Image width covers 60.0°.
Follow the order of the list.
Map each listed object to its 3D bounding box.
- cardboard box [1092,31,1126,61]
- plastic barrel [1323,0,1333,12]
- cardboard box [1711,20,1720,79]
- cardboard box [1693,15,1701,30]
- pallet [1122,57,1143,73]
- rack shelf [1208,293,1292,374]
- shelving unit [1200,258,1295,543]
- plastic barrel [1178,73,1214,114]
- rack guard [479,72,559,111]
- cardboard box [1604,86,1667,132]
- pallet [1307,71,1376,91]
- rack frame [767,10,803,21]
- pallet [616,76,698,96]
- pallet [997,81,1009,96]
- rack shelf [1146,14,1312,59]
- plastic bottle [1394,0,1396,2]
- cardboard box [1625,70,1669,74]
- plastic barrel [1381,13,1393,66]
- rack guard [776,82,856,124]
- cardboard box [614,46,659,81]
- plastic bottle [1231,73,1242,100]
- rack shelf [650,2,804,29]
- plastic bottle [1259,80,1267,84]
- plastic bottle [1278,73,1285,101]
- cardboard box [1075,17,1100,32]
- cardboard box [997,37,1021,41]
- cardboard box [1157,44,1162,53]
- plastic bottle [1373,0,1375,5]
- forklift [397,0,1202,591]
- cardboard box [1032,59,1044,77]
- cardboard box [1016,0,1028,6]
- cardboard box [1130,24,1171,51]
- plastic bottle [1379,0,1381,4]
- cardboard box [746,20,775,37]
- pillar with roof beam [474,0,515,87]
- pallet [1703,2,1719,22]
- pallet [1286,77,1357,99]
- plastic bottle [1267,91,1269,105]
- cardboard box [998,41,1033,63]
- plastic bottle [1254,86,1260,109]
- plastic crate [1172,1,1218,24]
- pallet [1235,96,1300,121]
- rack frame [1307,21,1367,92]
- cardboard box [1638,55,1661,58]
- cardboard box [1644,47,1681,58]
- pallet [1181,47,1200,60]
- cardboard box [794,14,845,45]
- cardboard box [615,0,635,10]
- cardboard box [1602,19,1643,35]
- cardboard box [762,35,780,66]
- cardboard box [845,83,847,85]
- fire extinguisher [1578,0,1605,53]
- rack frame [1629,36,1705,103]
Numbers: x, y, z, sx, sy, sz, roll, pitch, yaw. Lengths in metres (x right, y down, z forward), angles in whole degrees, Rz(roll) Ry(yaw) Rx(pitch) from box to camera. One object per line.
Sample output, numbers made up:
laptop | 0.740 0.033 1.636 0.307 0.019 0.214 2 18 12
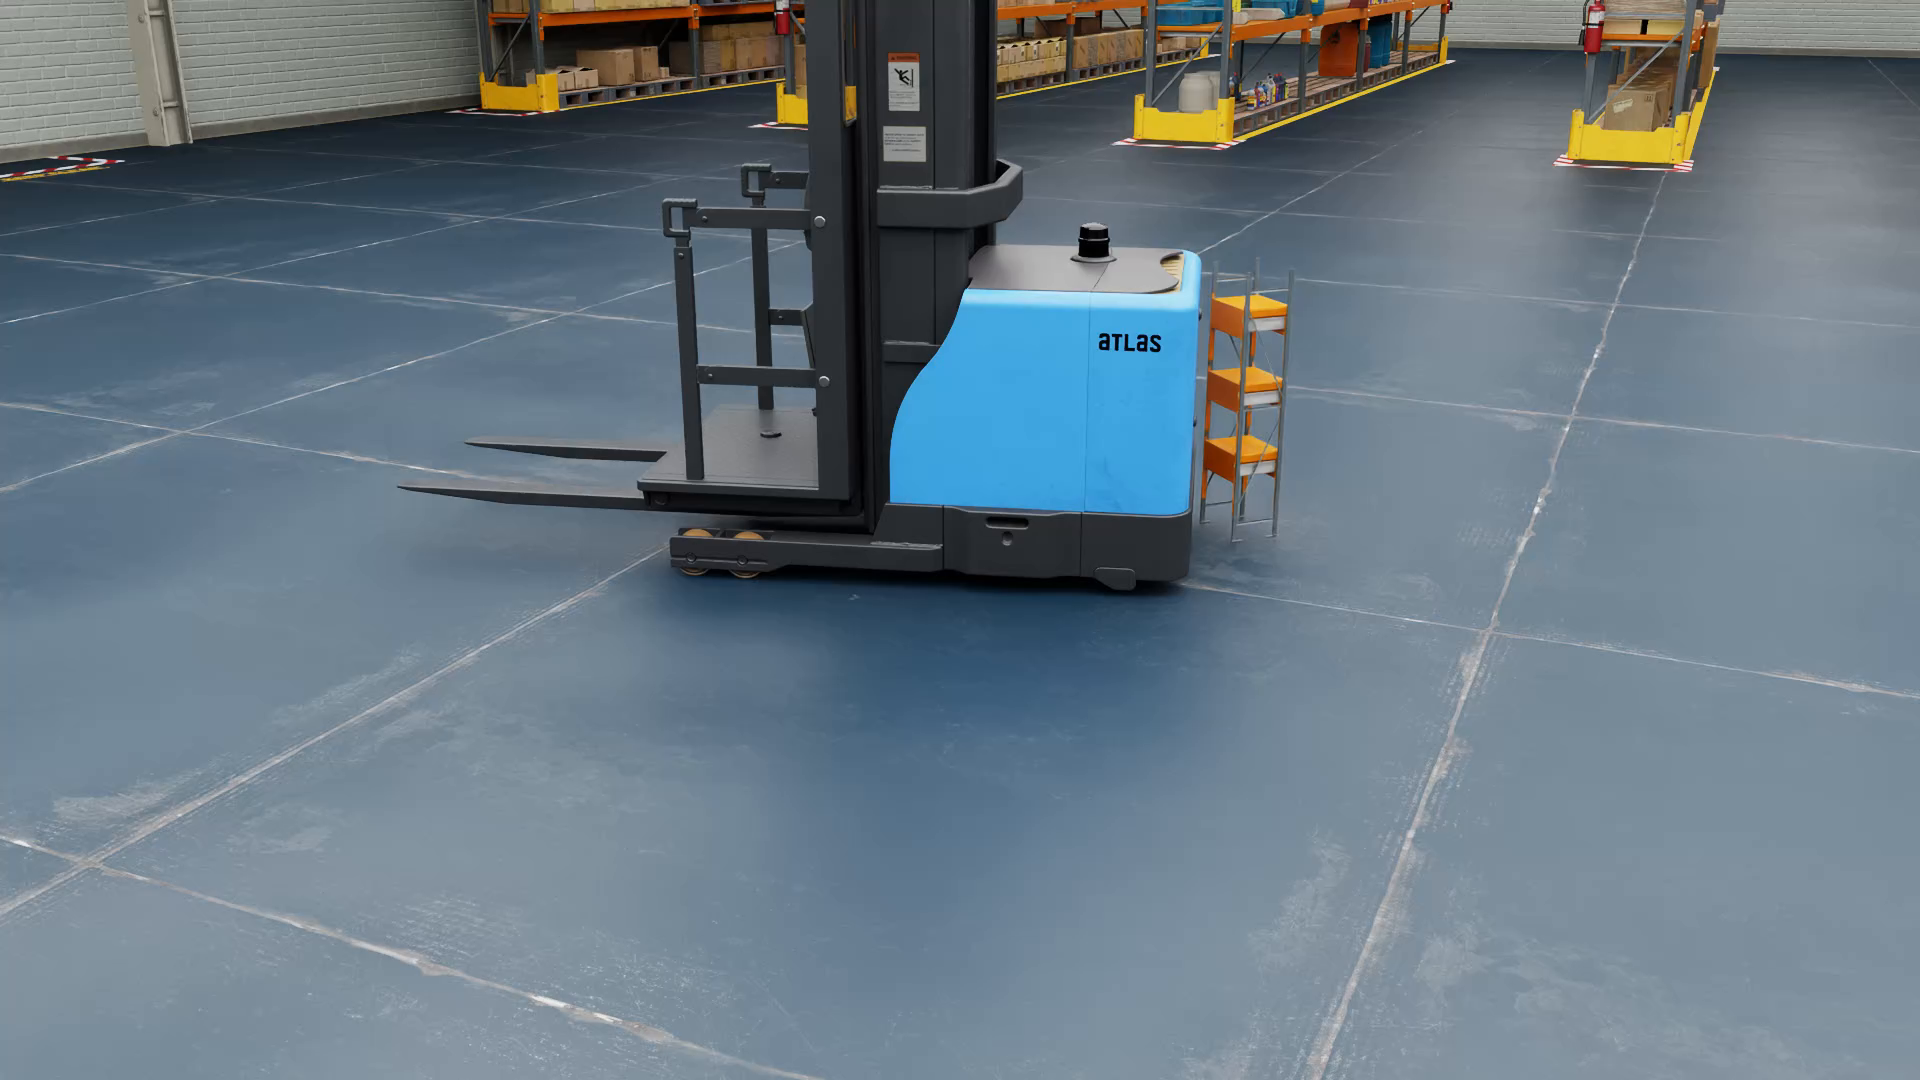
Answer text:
cardboard box | 2.740 -9.104 30.666 0.500 0.500 0.500 9 21 23
plastic barrel | 5.230 -7.992 24.262 0.433 0.535 0.433 0 20 0
cardboard box | 11.523 -7.933 26.842 1.225 0.875 0.875 8 21 21
cardboard box | 8.255 -5.920 19.015 0.380 0.149 0.250 9 21 23
pallet | 2.797 -9.000 31.461 1.003 0.211 1.213 9 21 23
rack shelf | 1.100 -0.793 6.316 0.215 0.259 0.240 -8 21 -20
shelving unit | 1.100 -0.535 6.408 0.215 1.050 0.252 -8 21 -20
plastic barrel | 2.899 -5.456 20.420 0.421 0.512 0.421 0 20 0
rack guard | -6.308 -6.424 23.785 1.175 0.500 0.348 9 21 23
cardboard box | 7.489 -4.748 18.446 0.500 0.500 0.500 13 23 33
pallet | 6.260 -7.597 27.516 1.003 0.211 1.213 9 21 23
rack frame | -3.063 -10.024 30.177 1.000 3.000 0.127 9 21 23
pallet | -4.944 -7.277 26.615 1.003 0.211 1.213 9 21 23
pallet | 0.086 -7.039 25.947 1.003 0.211 1.213 9 21 23
rack shelf | 3.519 -6.491 21.318 1.077 0.370 4.000 9 21 23
plastic bottle | 7.460 -9.481 28.726 0.144 0.351 0.185 9 21 23
cardboard box | 8.656 -5.665 21.026 0.500 0.500 0.500 8 21 21
plastic barrel | 7.375 -8.932 29.614 0.600 0.901 0.708 9 21 23
rack guard | -1.828 -5.714 21.791 1.175 0.500 0.348 9 21 23
cardboard box | -5.089 -7.508 26.177 0.500 0.500 0.500 7 21 19
plastic bottle | 3.760 -6.191 22.698 0.144 0.351 0.185 9 21 23
rack shelf | -3.882 -9.073 28.579 1.077 0.370 4.000 9 21 23
plastic bottle | 4.113 -6.083 22.505 0.152 0.276 0.135 9 21 23
plastic bottle | 4.337 -6.164 22.622 0.144 0.351 0.185 8 21 21
cardboard box | 2.266 -9.531 30.746 0.500 0.250 0.500 9 21 23
cardboard box | 0.768 -8.230 27.774 0.500 0.311 0.500 8 21 21
cardboard box | 3.810 -9.805 33.133 0.380 0.166 0.250 9 21 23
plastic bottle | 6.734 -8.873 27.117 0.061 0.283 0.133 9 21 23
forklift | -0.620 -1.413 6.066 3.031 2.935 1.130 3 20 8
cardboard box | 1.049 -7.742 27.238 0.500 0.250 0.500 9 22 24
cardboard box | 0.786 -8.877 26.804 0.500 0.500 0.500 7 21 20
cardboard box | 3.861 -10.174 33.669 0.797 0.503 0.637 9 21 23
plastic bottle | 6.962 -9.044 27.598 0.061 0.283 0.133 9 21 23
cardboard box | -3.601 -9.014 29.292 0.500 0.250 0.500 9 21 24
pillar with roof beam | -2.914 -10.147 21.570 9.100 9.000 0.400 9 21 23
pallet | 9.302 -6.885 21.639 1.003 0.211 1.213 9 21 23
pallet | 5.623 -7.119 26.171 1.003 0.211 1.213 9 21 23
plastic bottle | 4.032 -5.848 21.954 0.097 0.201 0.097 0 20 0
cardboard box | 0.845 -7.851 26.709 0.500 0.311 0.500 9 22 24
plastic bottle | 3.836 -5.724 21.486 0.061 0.283 0.133 9 21 24
plastic crate | 2.903 -6.540 20.605 0.499 0.251 0.408 9 21 23
pallet | 4.024 -5.928 22.823 1.003 0.211 1.213 9 21 23
rack frame | 5.976 -8.664 26.355 1.000 3.000 0.127 9 21 23
cardboard box | 10.023 -6.635 23.724 0.700 0.500 0.500 7 21 18
cardboard box | 10.039 -6.995 23.616 0.500 0.250 0.500 11 22 29
pallet | 4.377 -10.210 34.862 1.003 0.211 1.213 9 21 23
cardboard box | -2.642 -9.415 31.049 0.750 0.750 0.750 8 21 22
cardboard box | -5.227 -8.092 24.941 0.500 0.250 0.500 9 21 23
cardboard box | 7.147 -5.536 17.934 0.380 0.149 0.250 9 21 23
cardboard box | -3.627 -8.684 29.486 0.700 0.500 0.500 9 21 23
cardboard box | -1.395 -5.935 22.158 0.500 0.250 0.500 9 21 23
fire extinguisher | 6.751 -5.531 17.660 0.296 0.674 0.183 9 21 23
rack frame | 10.494 -7.985 24.444 1.000 3.000 0.127 9 21 23
